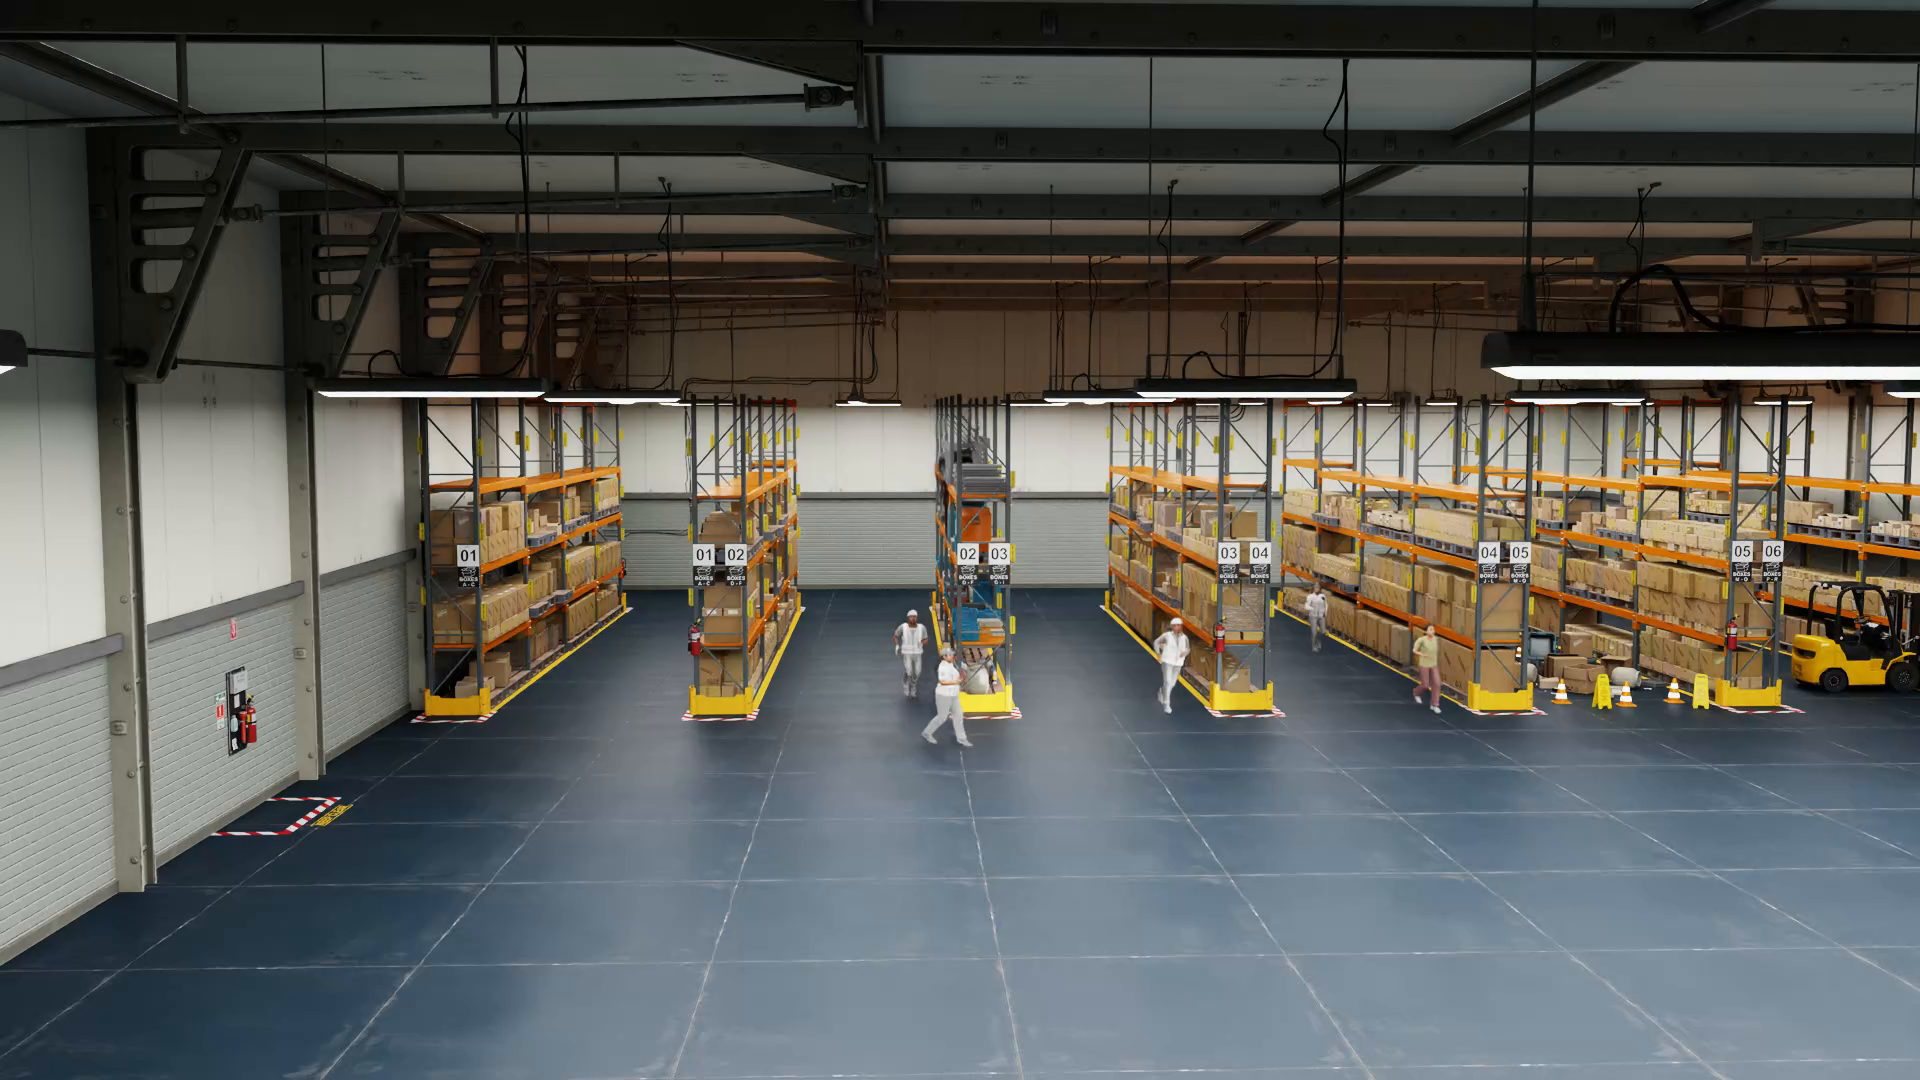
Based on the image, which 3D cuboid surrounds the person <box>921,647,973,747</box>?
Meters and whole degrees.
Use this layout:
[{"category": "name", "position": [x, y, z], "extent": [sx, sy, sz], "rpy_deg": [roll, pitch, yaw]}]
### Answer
[{"category": "person", "position": [-0.224, 2.659, 28.153], "extent": [0.874, 1.691, 0.598], "rpy_deg": [2, 5, 21]}]

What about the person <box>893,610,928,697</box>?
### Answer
[{"category": "person", "position": [-0.942, 2.253, 32.809], "extent": [0.668, 1.738, 0.634], "rpy_deg": [-1, 5, -12]}]

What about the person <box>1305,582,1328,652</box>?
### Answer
[{"category": "person", "position": [8.405, 1.814, 39.022], "extent": [0.602, 1.655, 0.554], "rpy_deg": [0, 5, -4]}]

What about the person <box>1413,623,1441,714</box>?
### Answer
[{"category": "person", "position": [8.895, 2.410, 31.662], "extent": [0.613, 1.669, 0.892], "rpy_deg": [-1, 5, -14]}]

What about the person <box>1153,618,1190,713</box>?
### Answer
[{"category": "person", "position": [4.066, 2.363, 31.785], "extent": [0.689, 1.775, 0.888], "rpy_deg": [-1, 5, -15]}]
